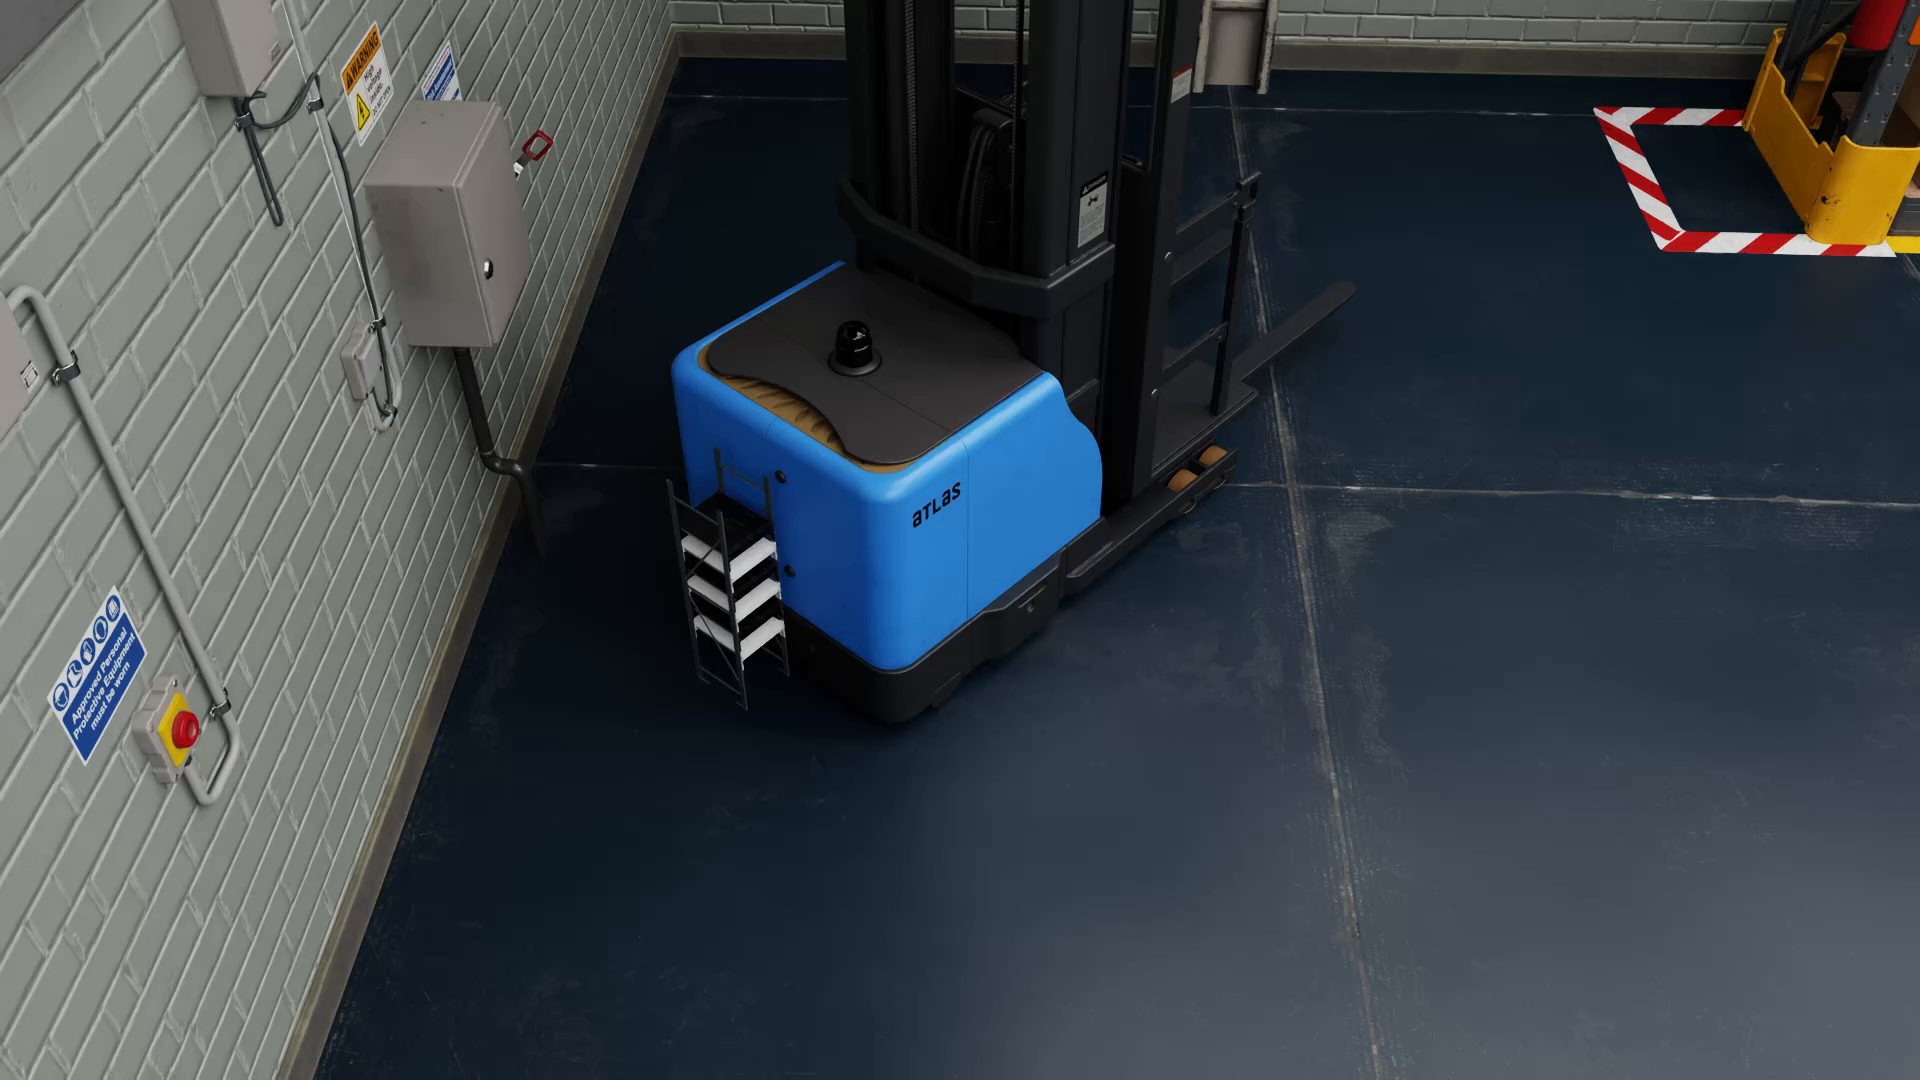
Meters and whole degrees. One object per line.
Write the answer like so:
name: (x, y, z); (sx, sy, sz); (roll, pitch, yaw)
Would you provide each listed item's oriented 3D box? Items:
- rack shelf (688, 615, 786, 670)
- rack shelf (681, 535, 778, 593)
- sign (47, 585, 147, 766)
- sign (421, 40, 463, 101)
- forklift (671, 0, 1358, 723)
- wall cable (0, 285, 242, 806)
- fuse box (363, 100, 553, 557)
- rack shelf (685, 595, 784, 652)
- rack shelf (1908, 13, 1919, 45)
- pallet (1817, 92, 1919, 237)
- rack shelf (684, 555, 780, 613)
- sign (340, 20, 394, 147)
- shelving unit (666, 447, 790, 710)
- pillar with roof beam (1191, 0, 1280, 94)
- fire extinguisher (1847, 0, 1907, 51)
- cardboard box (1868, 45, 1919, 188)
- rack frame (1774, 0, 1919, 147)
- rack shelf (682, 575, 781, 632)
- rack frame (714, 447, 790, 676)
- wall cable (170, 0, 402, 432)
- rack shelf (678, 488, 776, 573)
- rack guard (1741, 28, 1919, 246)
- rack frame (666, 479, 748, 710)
rack shelf: (-0.748, 0.297, 5.584); (0.258, 0.077, 0.200); (30, 50, 28)
rack shelf: (-0.748, 0.034, 5.339); (0.258, 0.077, 0.200); (30, 50, 28)
sign: (-1.833, 0.287, 3.543); (0.001, 0.218, 0.327); (2, 43, 2)
sign: (-1.714, -1.379, 5.600); (0.001, 0.494, 0.329); (2, 43, 2)
forklift: (0.425, -1.387, 5.588); (1.130, 2.935, 3.031); (32, 52, 30)
wall cable: (-1.770, -0.029, 3.312); (0.123, 1.953, 0.585); (2, 43, 2)
fuse box: (-1.529, -0.600, 5.639); (0.414, 1.711, 0.539); (2, 43, 2)
rack shelf: (-0.748, 0.231, 5.523); (0.258, 0.077, 0.200); (30, 50, 28)
rack shelf: (6.082, -2.544, 7.308); (4.000, 0.370, 1.077); (2, 43, 2)
pallet: (4.957, -1.822, 8.051); (1.213, 0.211, 1.003); (2, 43, 2)
rack shelf: (-0.748, 0.099, 5.400); (0.258, 0.077, 0.200); (30, 50, 28)
sign: (-1.739, -1.342, 4.884); (0.001, 0.242, 0.339); (2, 43, 2)
shelving unit: (-0.748, 0.141, 5.439); (0.258, 0.900, 0.210); (30, 50, 28)
pillar with roof beam: (1.237, -2.829, 2.684); (0.400, 9.000, 9.100); (2, 43, 2)
fire extinguisher: (3.916, -2.393, 6.949); (0.183, 0.674, 0.296); (2, 43, 2)
cardboard box: (4.691, -2.025, 7.747); (0.637, 0.503, 0.797); (0, 43, 0)
rack frame: (4.084, -2.868, 7.128); (0.127, 3.000, 1.000); (2, 43, 2)
rack shelf: (-0.748, 0.165, 5.461); (0.258, 0.077, 0.200); (30, 50, 28)
rack frame: (-0.683, 0.088, 5.496); (0.240, 0.900, 0.006); (30, 50, 28)
wall cable: (-1.717, -0.983, 4.360); (0.122, 1.984, 0.588); (2, 43, 2)
rack shelf: (-0.748, -0.032, 5.277); (0.258, 0.077, 0.200); (30, 50, 28)
rack guard: (4.160, -1.951, 7.978); (0.348, 0.500, 1.175); (2, 43, 2)
rack frame: (-0.813, 0.194, 5.381); (0.240, 0.900, 0.006); (30, 50, 28)
